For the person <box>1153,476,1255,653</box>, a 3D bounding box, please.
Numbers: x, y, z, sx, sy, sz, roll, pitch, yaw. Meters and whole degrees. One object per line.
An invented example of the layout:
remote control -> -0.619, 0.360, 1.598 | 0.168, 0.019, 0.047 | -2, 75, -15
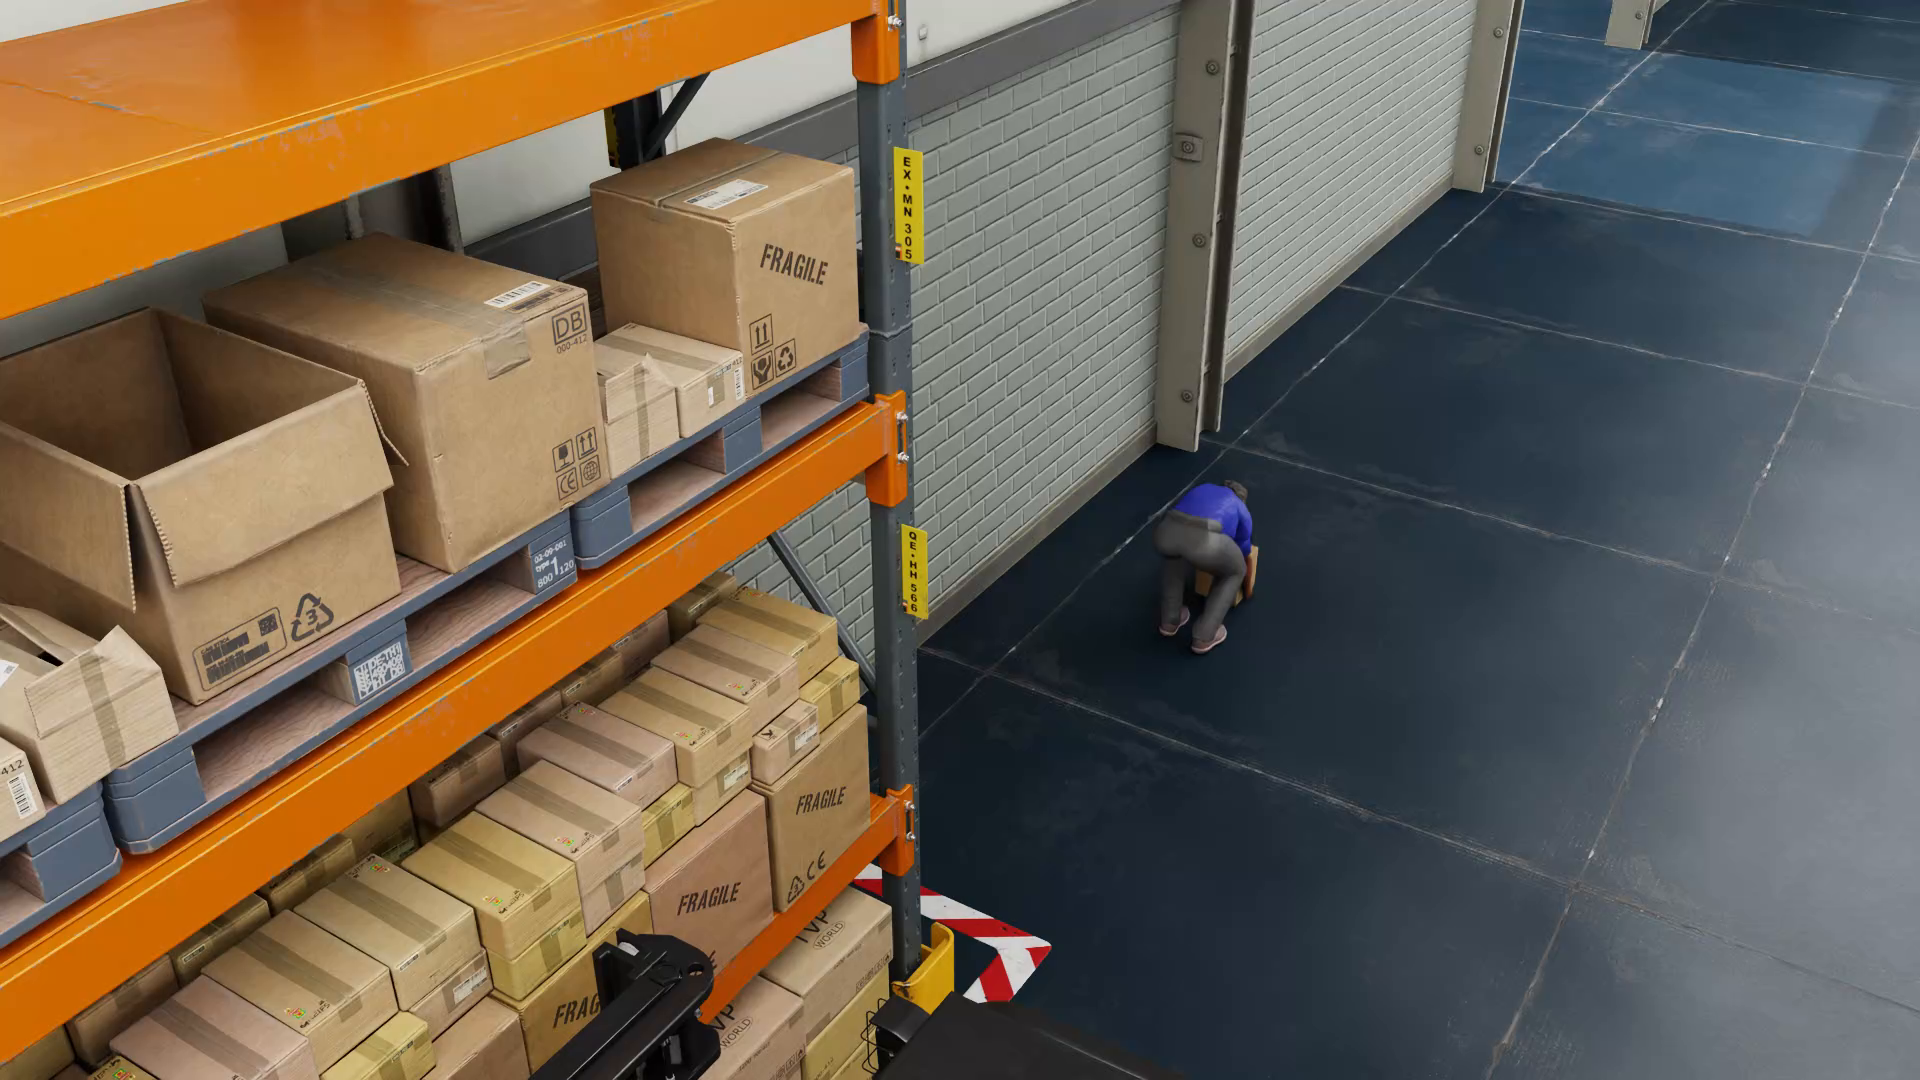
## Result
person -> 1.301, 0.076, 8.790 | 0.451, 0.863, 0.852 | 16, 34, 25
